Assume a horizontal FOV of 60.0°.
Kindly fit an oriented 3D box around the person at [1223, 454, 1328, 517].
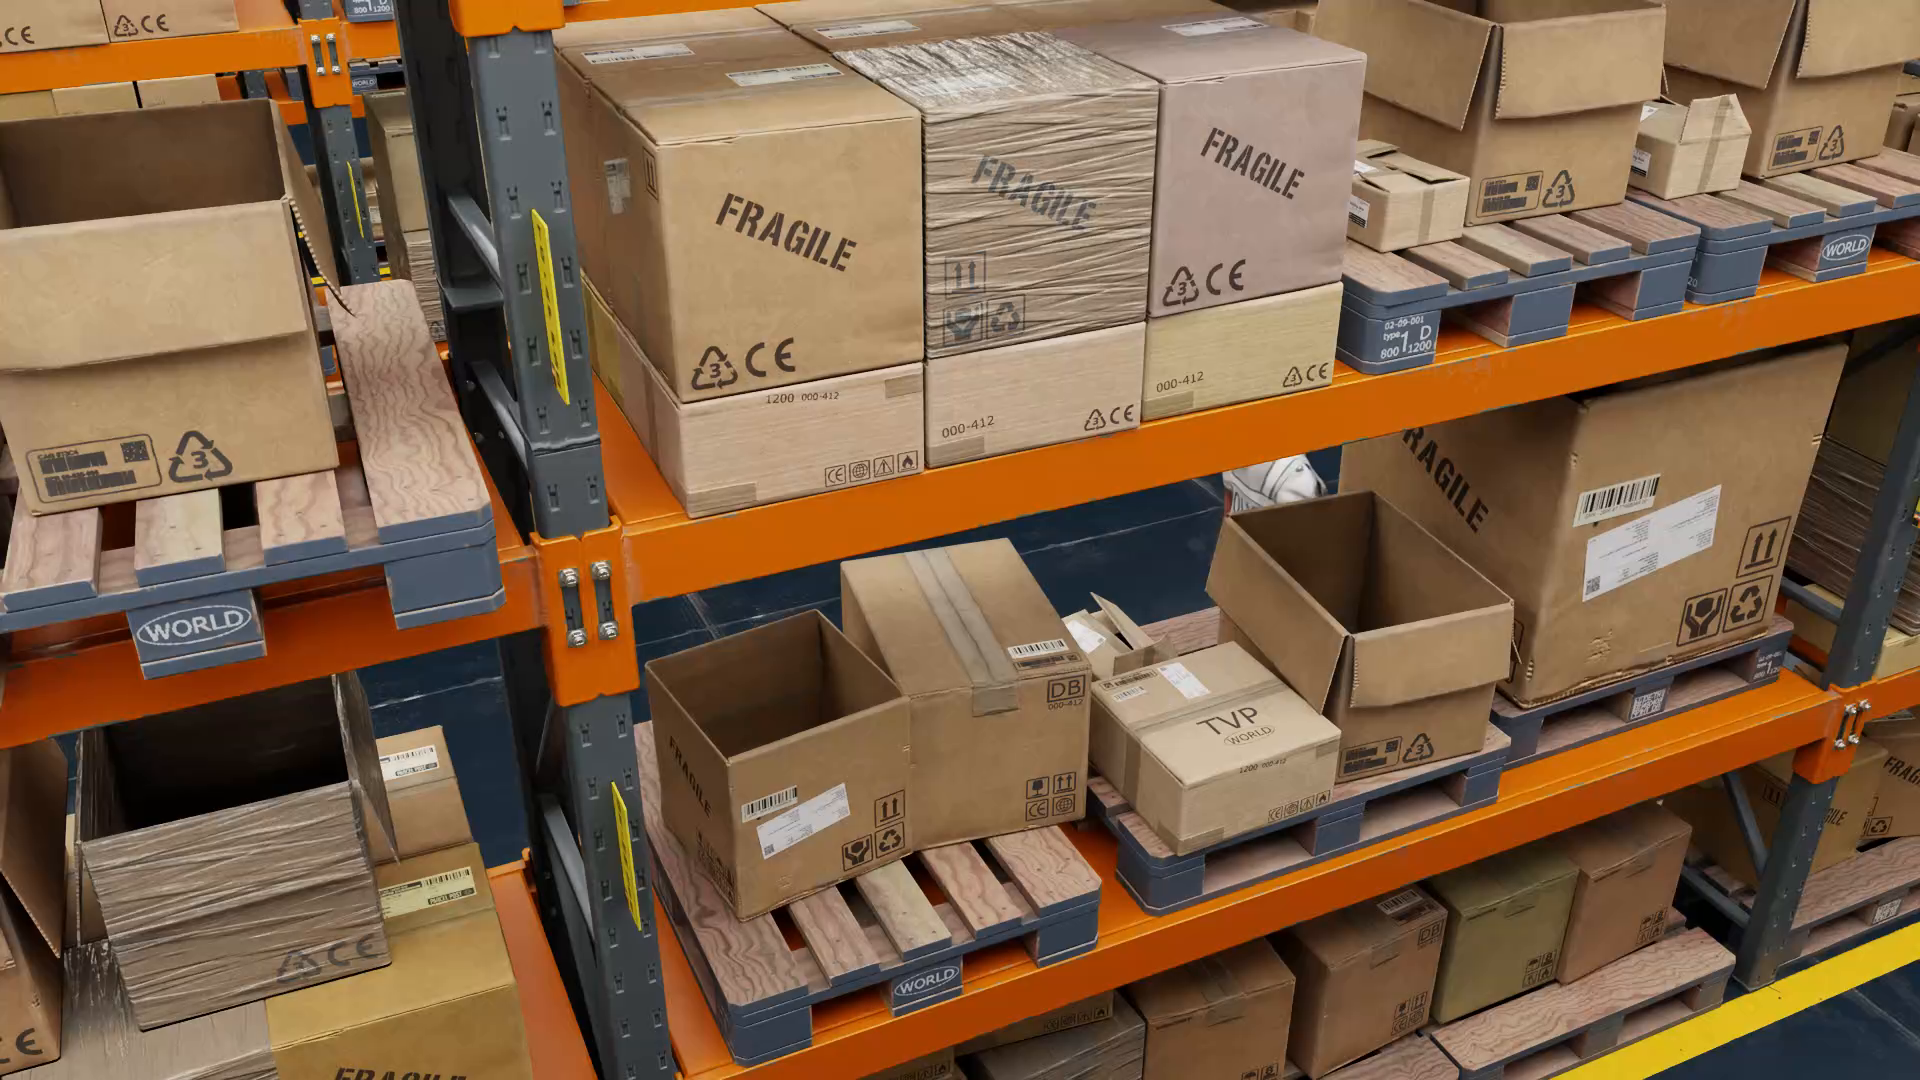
[{"bbox_3d":[1.303,0.110,6.911,0.431,1.759,0.535,-12,32,-21],"label":"person"}]
